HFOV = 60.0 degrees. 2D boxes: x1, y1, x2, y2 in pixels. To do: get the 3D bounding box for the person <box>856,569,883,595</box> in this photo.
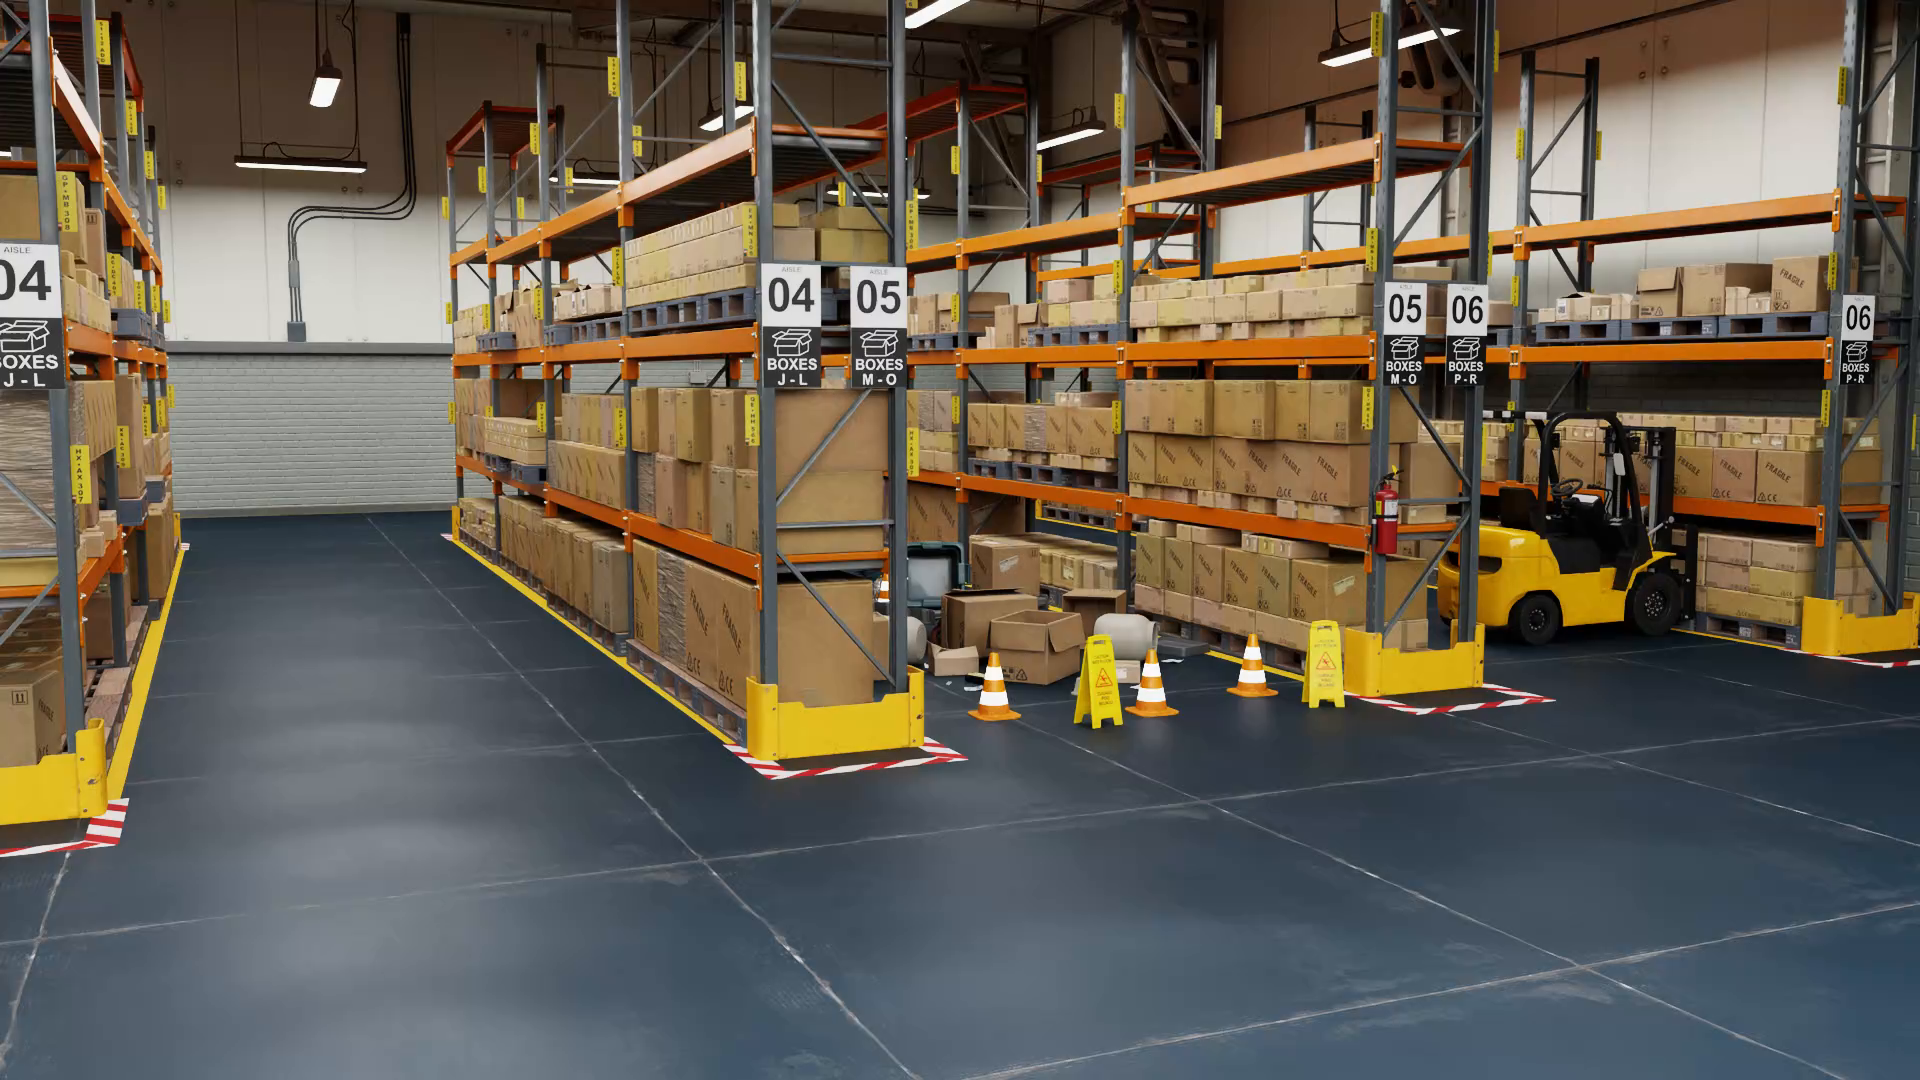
[{"bbox_3d":[-1.032,-0.116,18.238,0.537,1.588,0.449,3,6,28],"label":"person"}]
